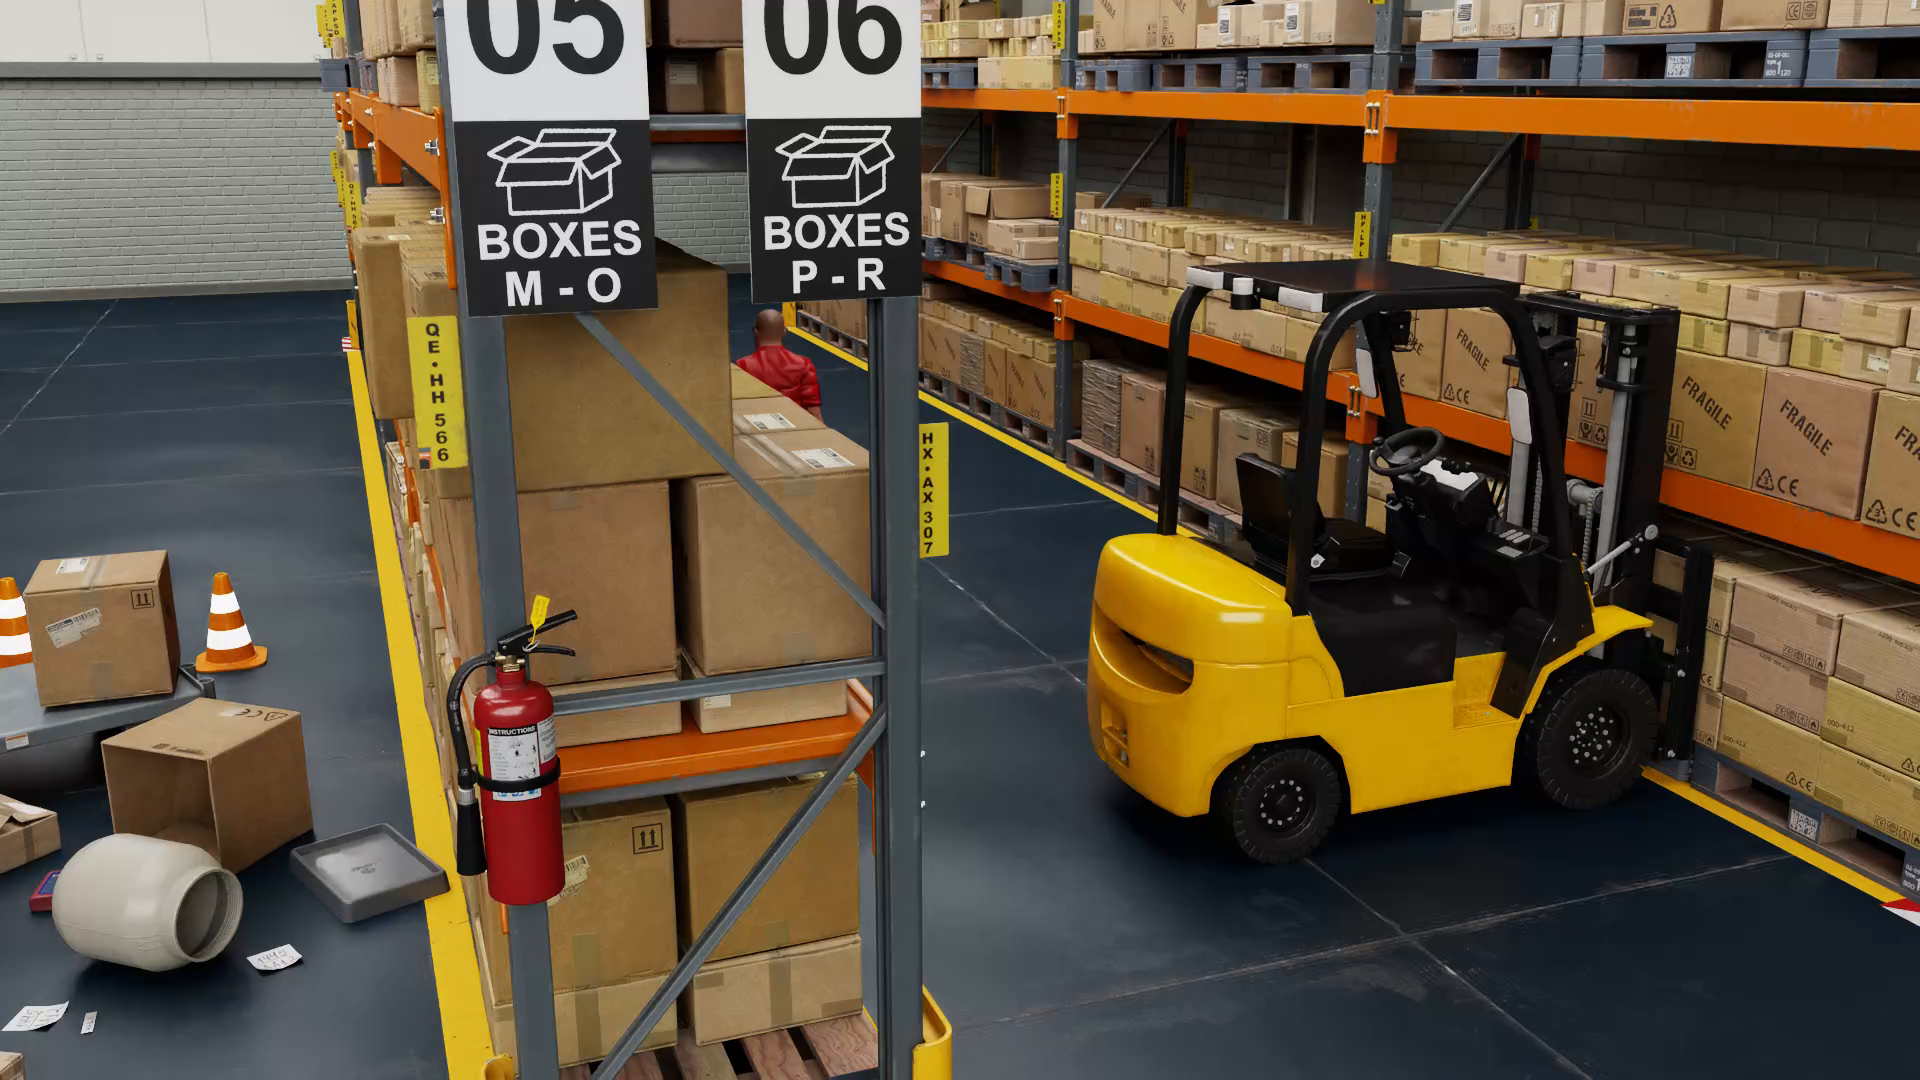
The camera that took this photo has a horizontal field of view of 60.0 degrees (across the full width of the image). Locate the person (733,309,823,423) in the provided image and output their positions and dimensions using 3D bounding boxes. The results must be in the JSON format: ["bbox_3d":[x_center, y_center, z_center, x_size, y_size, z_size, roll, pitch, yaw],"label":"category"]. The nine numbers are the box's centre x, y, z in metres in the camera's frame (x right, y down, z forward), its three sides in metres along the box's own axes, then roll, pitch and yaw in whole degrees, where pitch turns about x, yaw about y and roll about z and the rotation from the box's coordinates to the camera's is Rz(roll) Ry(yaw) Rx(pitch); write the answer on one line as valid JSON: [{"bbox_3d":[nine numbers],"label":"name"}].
[{"bbox_3d":[-1.020,-0.423,9.170,0.537,1.667,1.127,-6,17,-21],"label":"person"}]
